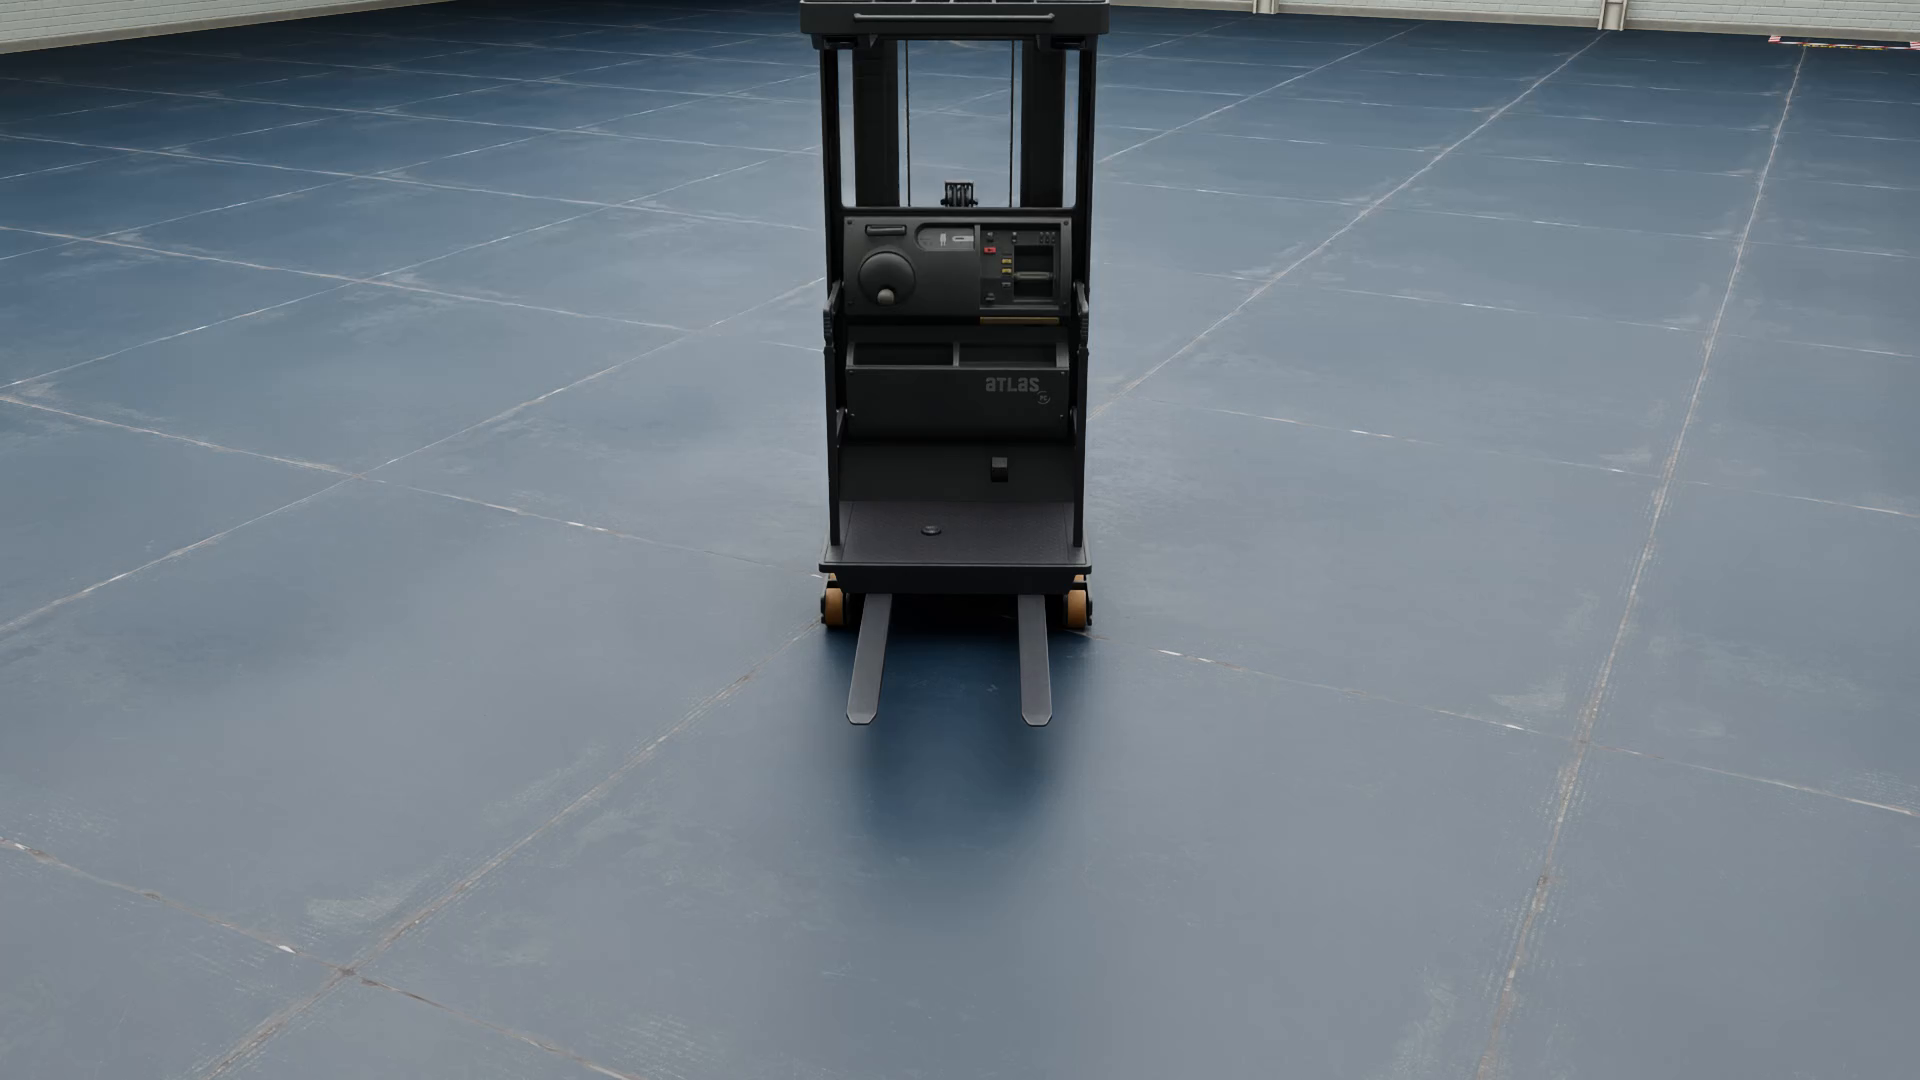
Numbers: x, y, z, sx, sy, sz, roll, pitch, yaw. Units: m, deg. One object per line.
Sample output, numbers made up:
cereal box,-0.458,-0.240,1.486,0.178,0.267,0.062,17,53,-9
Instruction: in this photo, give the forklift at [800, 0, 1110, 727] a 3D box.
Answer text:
forklift,-0.011,-1.104,6.602,1.130,2.935,3.031,0,23,1

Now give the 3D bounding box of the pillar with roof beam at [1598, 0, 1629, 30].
pillar with roof beam,9.009,-11.230,22.658,0.400,9.000,9.100,11,25,25

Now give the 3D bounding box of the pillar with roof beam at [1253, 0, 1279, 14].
pillar with roof beam,3.655,-12.290,25.149,0.400,9.000,9.100,11,25,25
